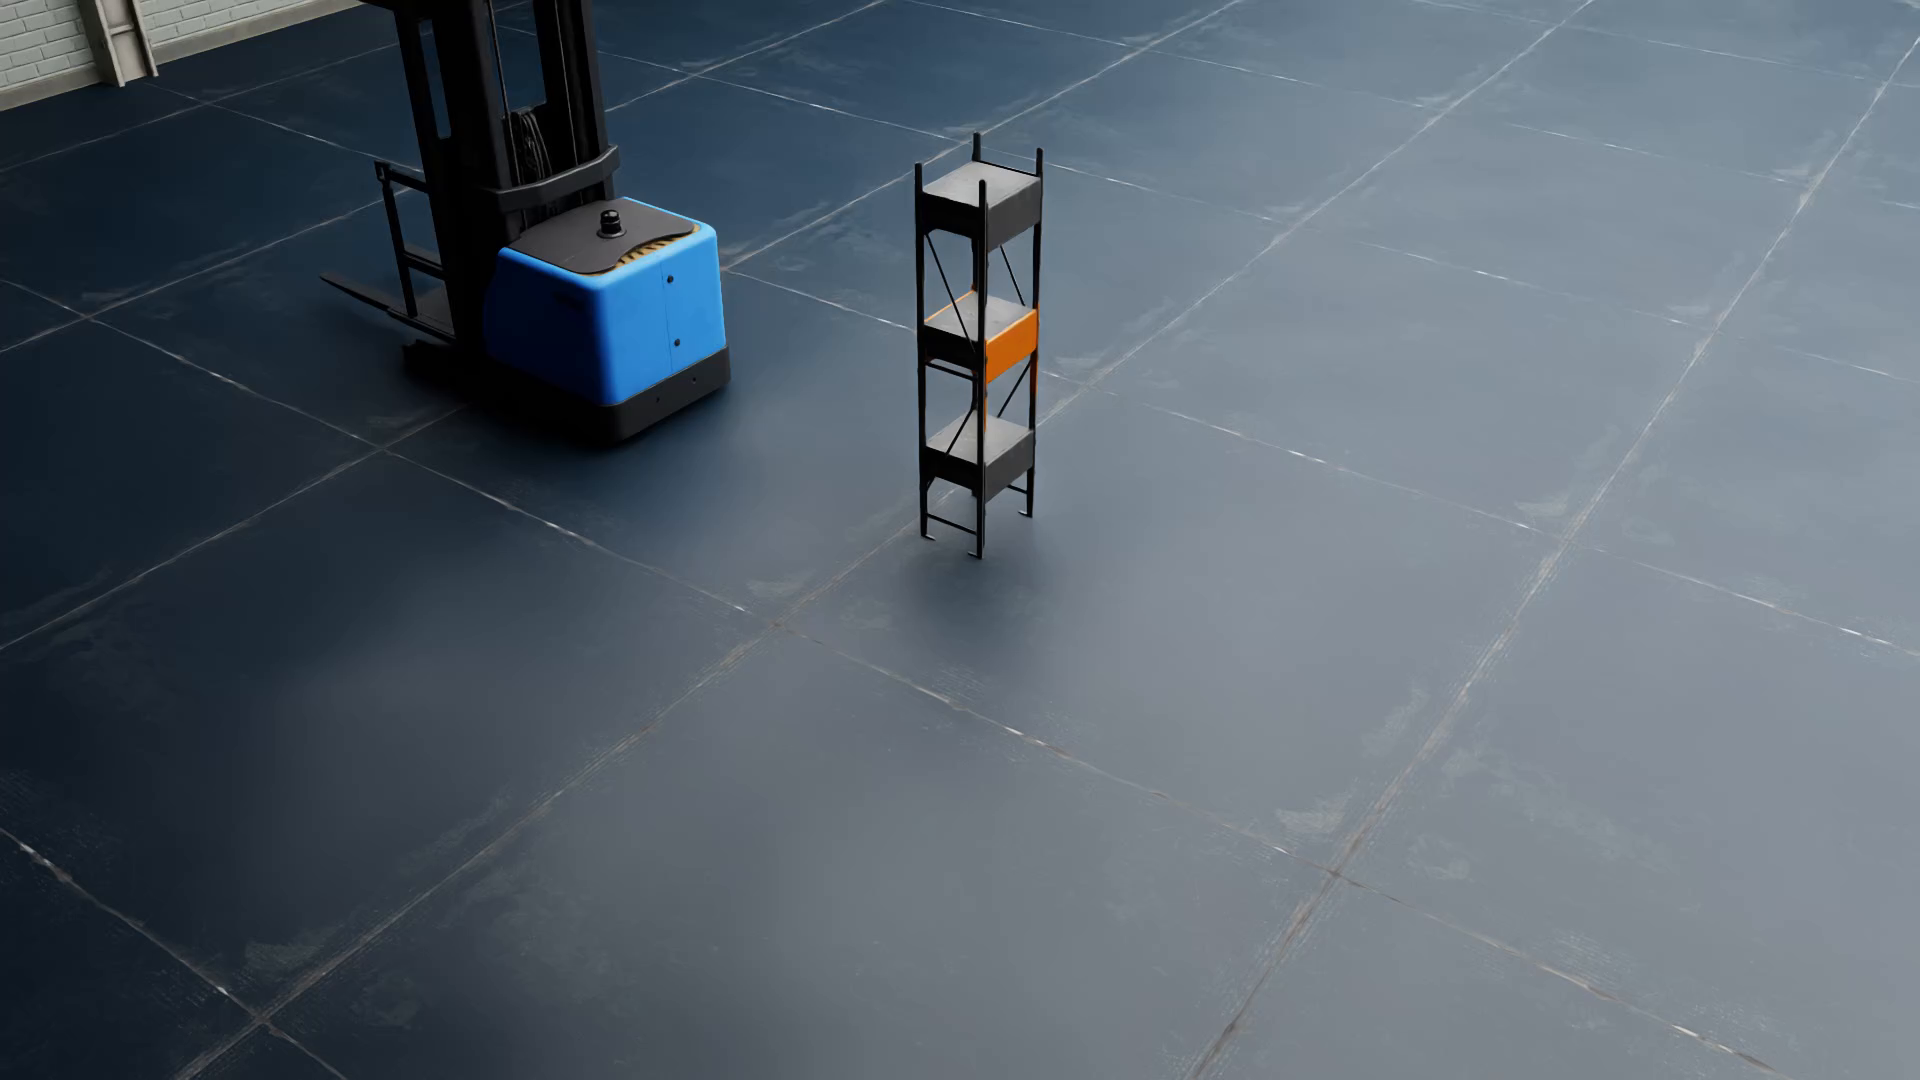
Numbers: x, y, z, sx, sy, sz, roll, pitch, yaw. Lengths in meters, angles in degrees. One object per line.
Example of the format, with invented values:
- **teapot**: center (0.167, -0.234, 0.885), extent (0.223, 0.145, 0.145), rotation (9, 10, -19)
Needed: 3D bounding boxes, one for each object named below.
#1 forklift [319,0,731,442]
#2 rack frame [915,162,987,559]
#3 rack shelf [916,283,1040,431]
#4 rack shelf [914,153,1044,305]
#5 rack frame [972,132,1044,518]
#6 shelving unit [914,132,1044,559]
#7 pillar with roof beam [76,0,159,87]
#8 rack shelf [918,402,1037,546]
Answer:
- **forklift**: center (-2.893, -2.443, 9.921), extent (3.031, 2.935, 1.130), rotation (23, 40, 30)
- **rack frame**: center (-0.045, -0.834, 8.284), extent (0.400, 2.100, 0.015), rotation (21, 39, 28)
- **rack shelf**: center (0.094, -0.935, 8.458), extent (0.431, 0.518, 0.480), rotation (21, 39, 28)
- **rack shelf**: center (0.094, -1.515, 8.066), extent (0.431, 0.518, 0.480), rotation (21, 39, 28)
- **rack frame**: center (0.234, -1.058, 8.616), extent (0.400, 2.100, 0.015), rotation (21, 39, 28)
- **shelving unit**: center (0.094, -0.946, 8.450), extent (0.431, 2.100, 0.503), rotation (21, 39, 28)
- **pillar with roof beam**: center (-4.029, -6.561, 10.595), extent (9.100, 9.000, 0.400), rotation (21, 39, 28)
- **rack shelf**: center (0.094, -0.355, 8.850), extent (0.431, 0.518, 0.480), rotation (21, 39, 28)
